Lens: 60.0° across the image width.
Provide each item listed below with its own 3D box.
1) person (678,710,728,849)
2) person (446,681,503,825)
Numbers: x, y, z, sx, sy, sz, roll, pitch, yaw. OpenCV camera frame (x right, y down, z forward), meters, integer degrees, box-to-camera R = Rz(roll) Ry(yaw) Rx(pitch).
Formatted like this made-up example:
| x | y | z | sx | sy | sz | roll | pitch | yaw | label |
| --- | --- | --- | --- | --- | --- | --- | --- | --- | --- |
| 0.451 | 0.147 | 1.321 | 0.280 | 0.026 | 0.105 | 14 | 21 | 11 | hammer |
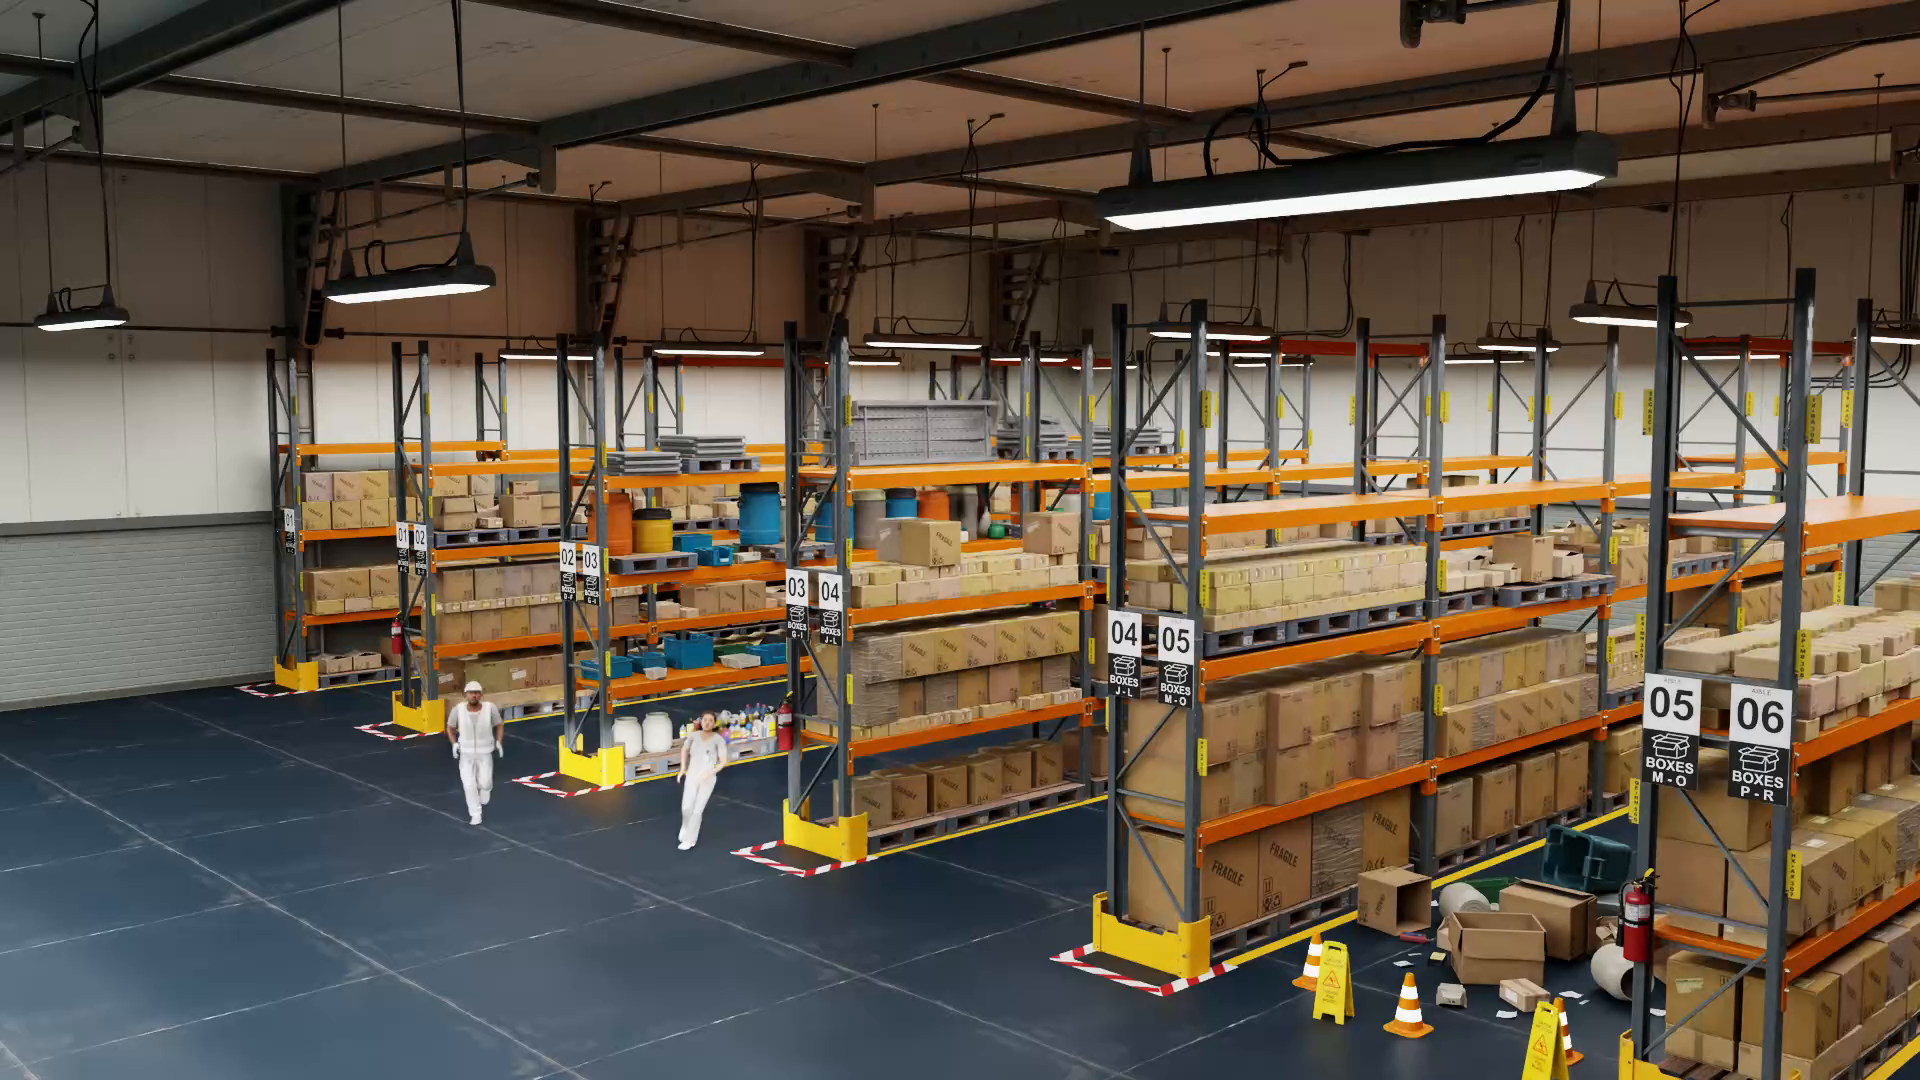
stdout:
| x | y | z | sx | sy | sz | roll | pitch | yaw | label |
| --- | --- | --- | --- | --- | --- | --- | --- | --- | --- |
| -2.935 | 2.730 | 18.837 | 0.591 | 1.599 | 0.538 | 0 | 5 | 5 | person |
| -5.906 | 2.556 | 20.262 | 0.665 | 1.729 | 0.638 | -1 | 5 | -16 | person |
